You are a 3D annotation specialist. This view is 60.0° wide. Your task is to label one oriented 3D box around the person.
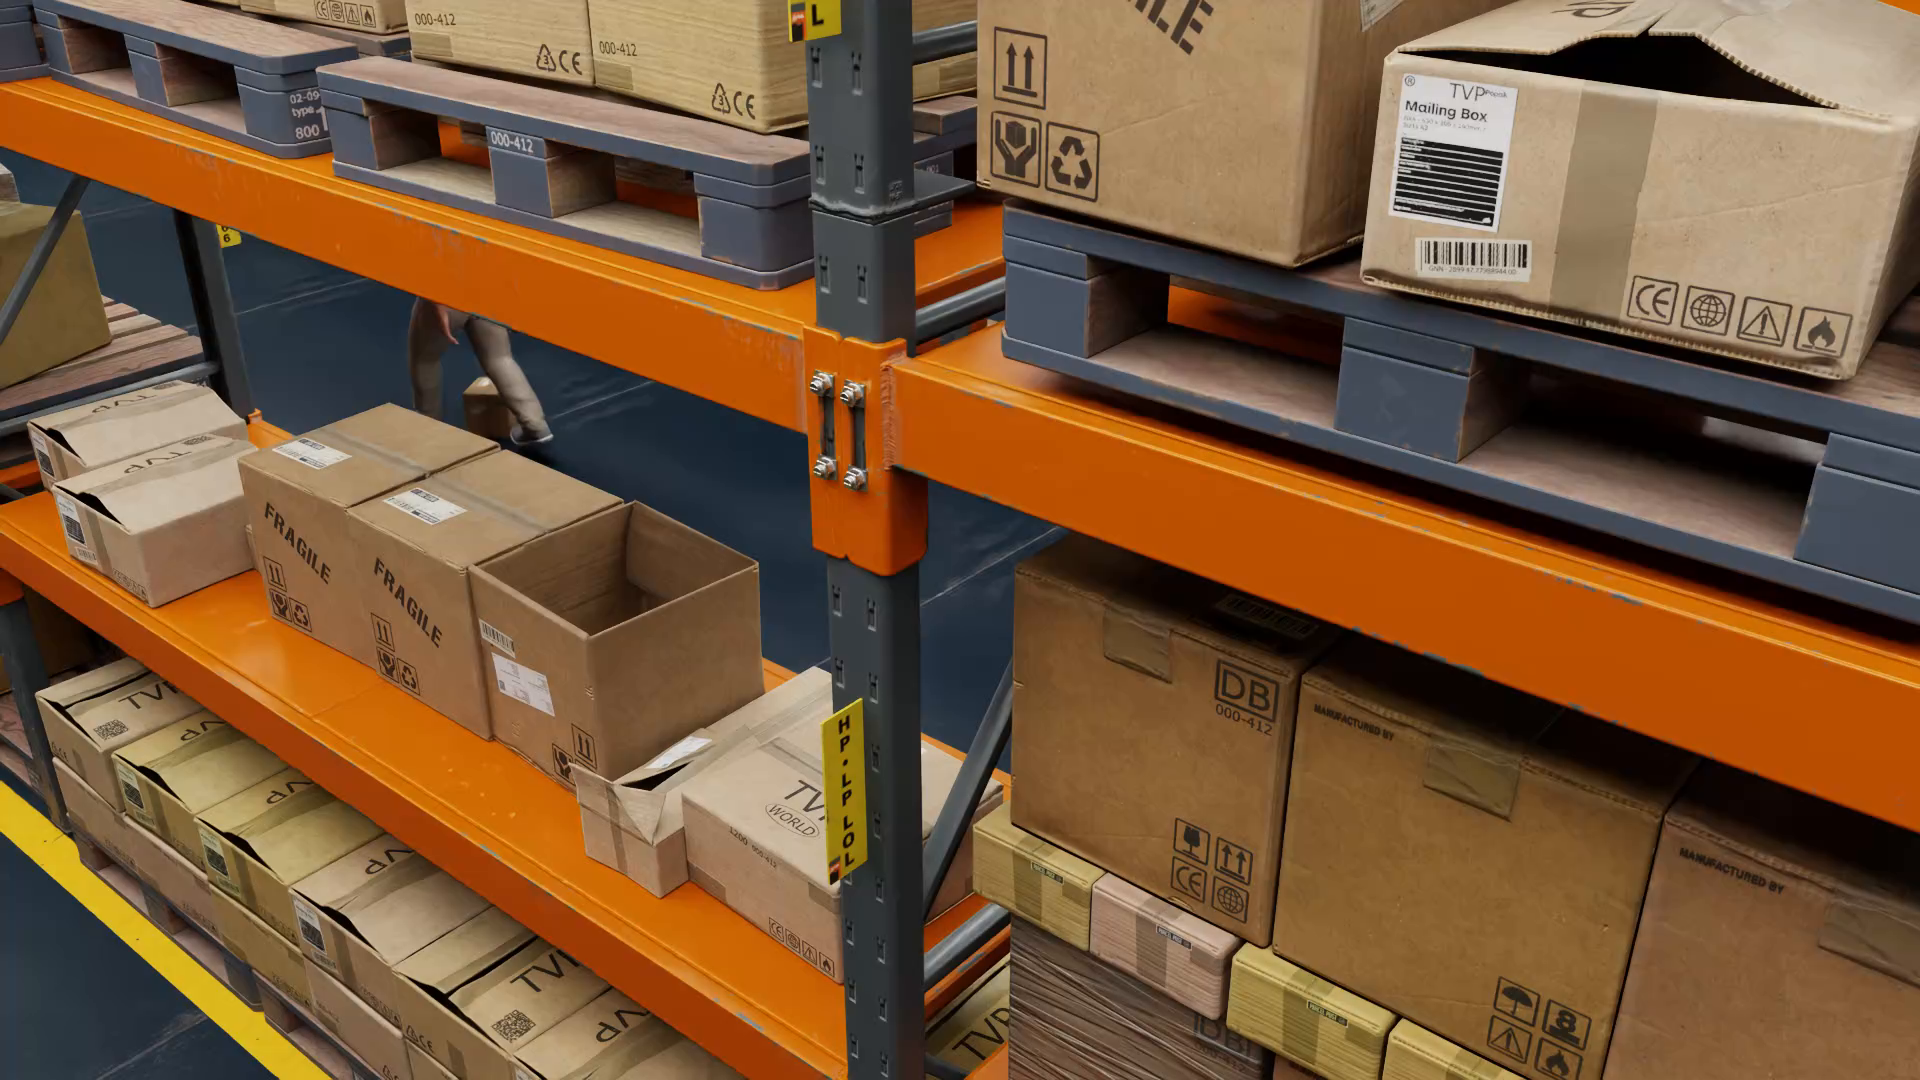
[{"bbox_3d":[-2.622,-1.280,8.629,1.043,1.675,0.531,20,33,34],"label":"person"}]
